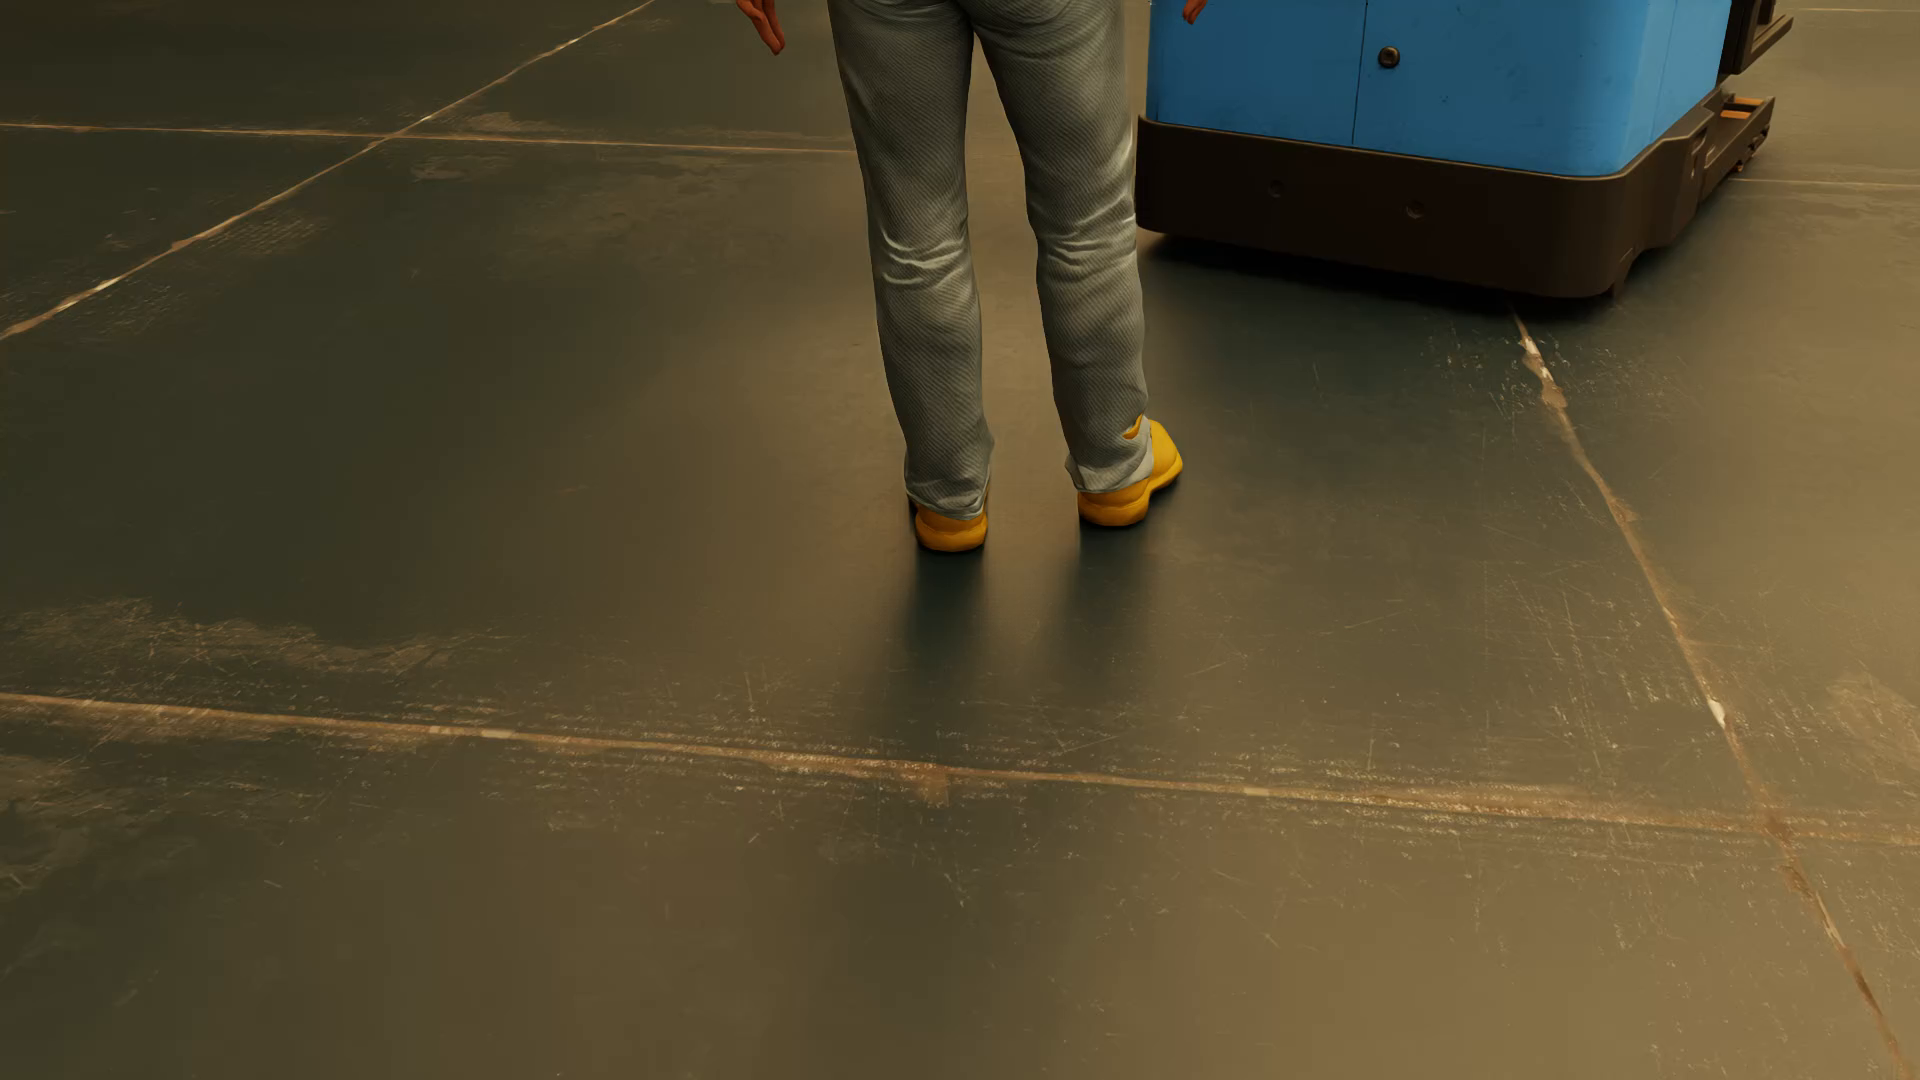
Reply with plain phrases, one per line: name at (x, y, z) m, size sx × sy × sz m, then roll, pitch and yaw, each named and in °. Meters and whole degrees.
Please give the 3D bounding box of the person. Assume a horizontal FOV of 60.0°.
person at (0.015, -0.827, 2.163) m, size 0.665 × 1.765 × 0.577 m, roll 3°, pitch 27°, yaw 7°

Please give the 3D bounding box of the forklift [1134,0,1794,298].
forklift at (1.610, -2.404, 4.035) m, size 1.130 × 2.935 × 3.031 m, roll 16°, pitch 31°, yaw 29°
